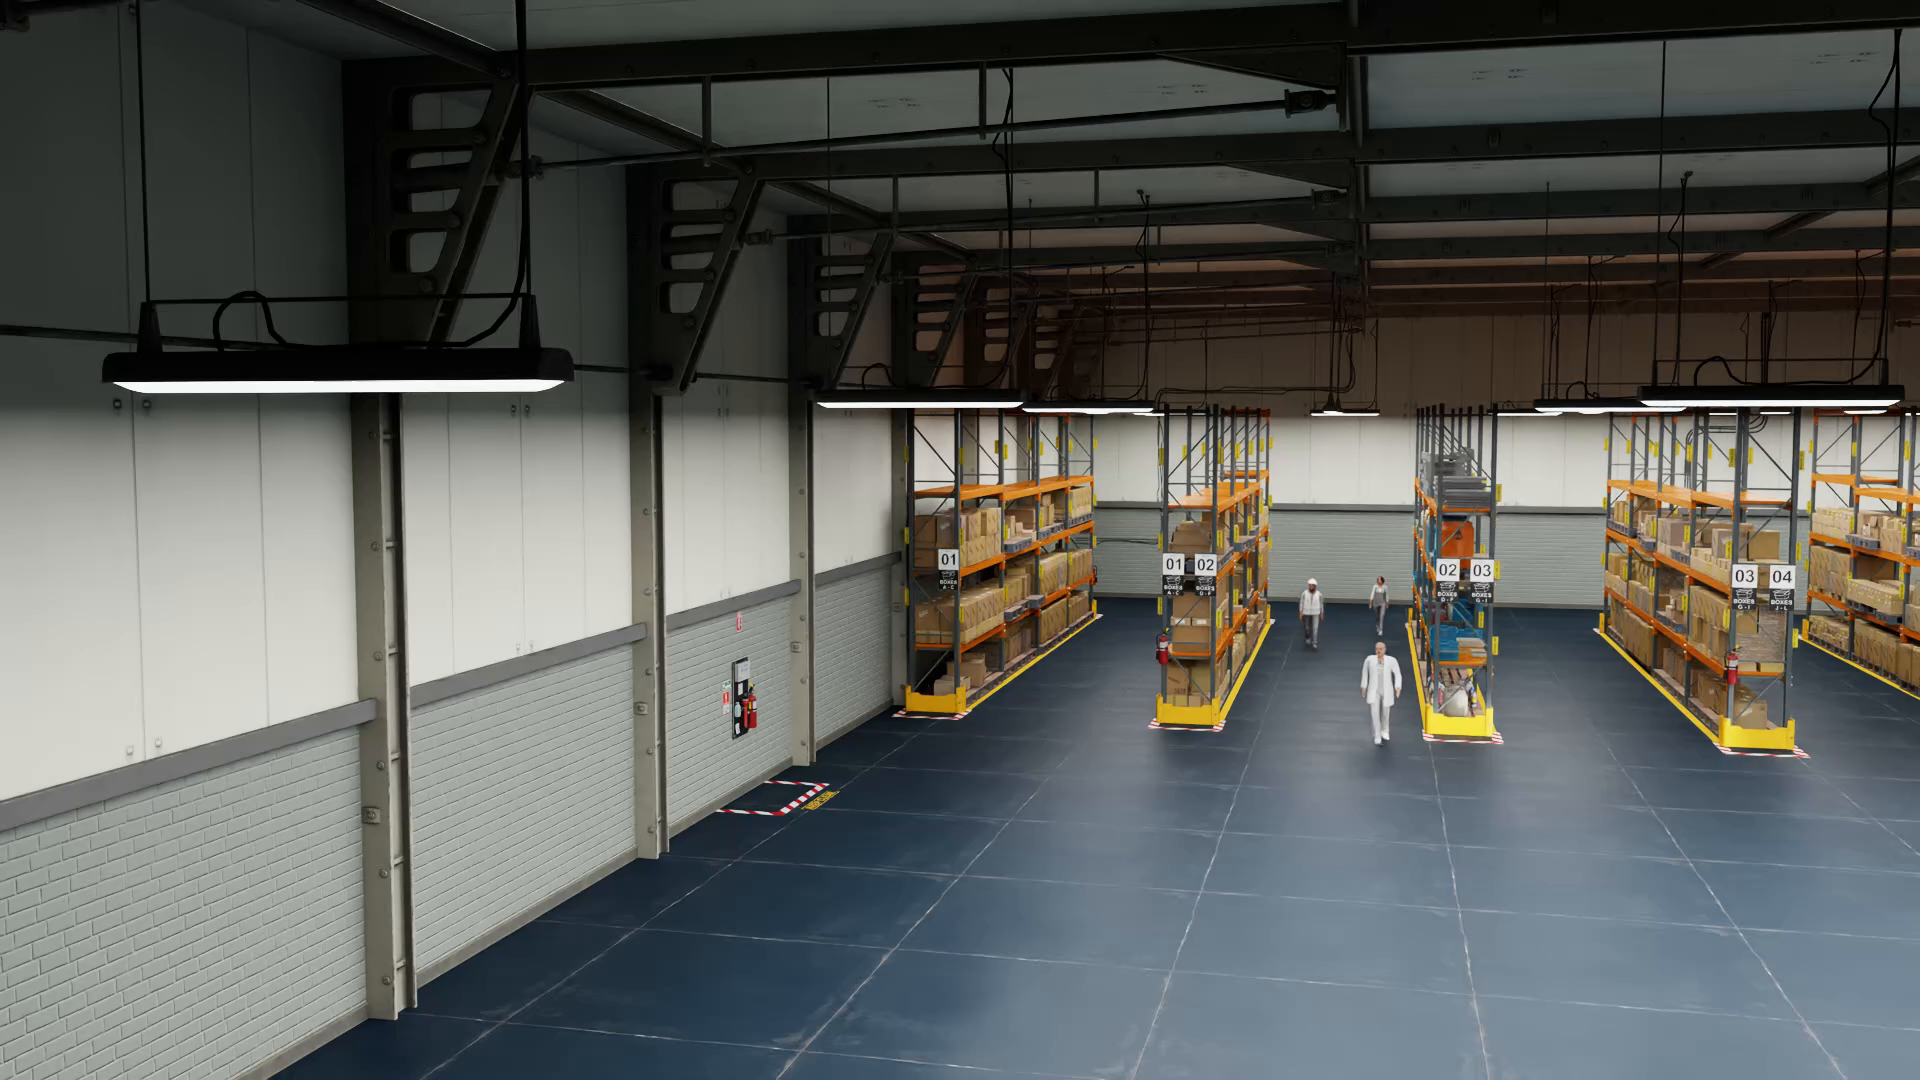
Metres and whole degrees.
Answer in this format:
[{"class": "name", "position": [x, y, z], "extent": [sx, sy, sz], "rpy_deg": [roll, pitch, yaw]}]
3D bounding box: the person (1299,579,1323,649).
[{"class": "person", "position": [8.784, 1.833, 41.557], "extent": [0.599, 1.721, 1.084], "rpy_deg": [1, 4, 10]}]

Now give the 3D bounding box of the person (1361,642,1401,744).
[{"class": "person", "position": [7.458, 2.798, 29.471], "extent": [0.687, 1.587, 0.927], "rpy_deg": [1, 4, 13]}]

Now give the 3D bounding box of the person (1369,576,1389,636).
[{"class": "person", "position": [11.104, 1.722, 44.063], "extent": [0.472, 1.543, 0.952], "rpy_deg": [1, 4, 20]}]
